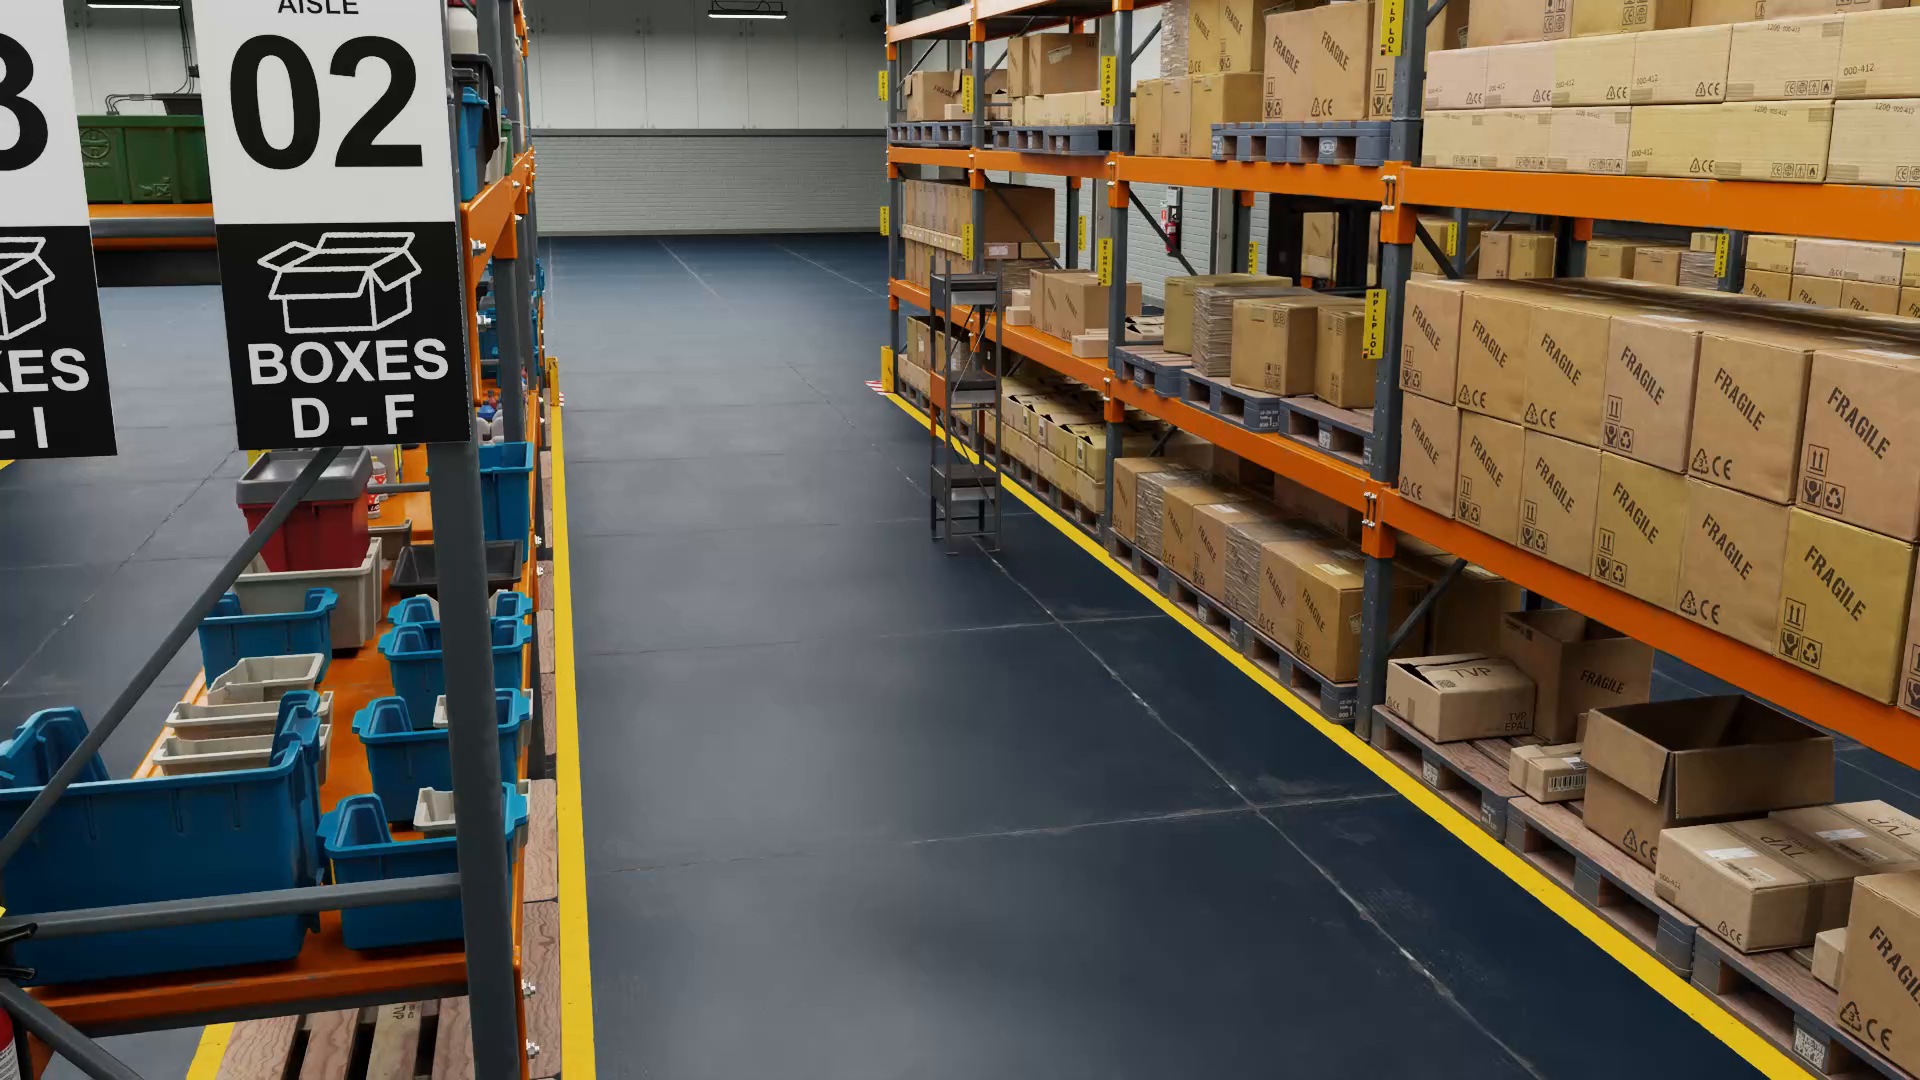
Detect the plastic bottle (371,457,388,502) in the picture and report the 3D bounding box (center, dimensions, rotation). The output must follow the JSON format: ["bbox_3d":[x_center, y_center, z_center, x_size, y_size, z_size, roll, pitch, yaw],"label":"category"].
[{"bbox_3d":[-2.701,-0.283,7.683,0.097,0.201,0.097,0,14,0],"label":"plastic bottle"}]

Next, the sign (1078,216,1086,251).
[{"bbox_3d":[1.136,-2.888,15.656,0.100,0.325,0.005,-3,14,-13],"label":"sign"}]

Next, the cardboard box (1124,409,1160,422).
[{"bbox_3d":[1.464,-0.925,13.621,0.500,0.311,0.500,-4,14,-15],"label":"cardboard box"}]

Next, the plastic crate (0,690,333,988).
[{"bbox_3d":[-1.646,0.599,3.455,0.616,0.435,0.499,-3,14,-13],"label":"plastic crate"}]

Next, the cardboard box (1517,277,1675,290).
[{"bbox_3d":[2.860,-0.918,7.548,0.500,0.500,0.500,-3,14,-13],"label":"cardboard box"}]

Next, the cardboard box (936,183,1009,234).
[{"bbox_3d":[0.147,-3.460,17.324,0.700,0.500,0.500,-3,14,-13],"label":"cardboard box"}]

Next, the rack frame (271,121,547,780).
[{"bbox_3d":[-2.326,-0.211,6.970,1.000,3.000,0.127,-3,14,-13],"label":"rack frame"}]

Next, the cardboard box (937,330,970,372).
[{"bbox_3d":[0.063,-1.890,17.172,0.500,0.500,0.500,-3,14,-13],"label":"cardboard box"}]

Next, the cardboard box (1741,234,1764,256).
[{"bbox_3d":[6.255,-2.341,13.185,0.380,0.149,0.250,-5,15,-21],"label":"cardboard box"}]

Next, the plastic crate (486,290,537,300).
[{"bbox_3d":[-3.643,-1.812,13.555,0.392,0.384,0.575,-3,14,-13],"label":"plastic crate"}]

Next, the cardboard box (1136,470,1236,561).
[{"bbox_3d":[1.508,-0.167,11.130,0.500,0.500,0.500,-4,14,-15],"label":"cardboard box"}]

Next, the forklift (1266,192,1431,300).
[{"bbox_3d":[3.403,-2.026,14.543,1.130,2.935,3.031,-5,15,-21],"label":"forklift"}]

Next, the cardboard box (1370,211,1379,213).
[{"bbox_3d":[4.912,-3.619,19.614,0.500,0.500,0.500,-3,14,-12],"label":"cardboard box"}]

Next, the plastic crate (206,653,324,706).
[{"bbox_3d":[-1.984,0.435,4.756,0.298,0.136,0.250,-3,14,-13],"label":"plastic crate"}]

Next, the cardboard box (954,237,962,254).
[{"bbox_3d":[0.156,-2.924,16.498,0.380,0.149,0.250,-3,14,-13],"label":"cardboard box"}]

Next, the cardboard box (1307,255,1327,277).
[{"bbox_3d":[4.428,-3.219,19.557,0.500,0.250,0.500,-4,14,-15],"label":"cardboard box"}]

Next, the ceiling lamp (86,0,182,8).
[{"bbox_3d":[-19.466,-14.118,38.955,2.000,3.185,0.800,-3,14,-13],"label":"ceiling lamp"}]

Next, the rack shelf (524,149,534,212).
[{"bbox_3d":[-3.735,-2.703,12.365,1.077,0.370,4.000,-3,14,-13],"label":"rack shelf"}]

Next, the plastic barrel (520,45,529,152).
[{"bbox_3d":[-3.874,-3.652,13.678,0.600,0.901,0.708,-3,14,-13],"label":"plastic barrel"}]

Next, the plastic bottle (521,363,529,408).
[{"bbox_3d":[-2.701,-0.954,10.259,0.061,0.283,0.133,-3,14,-13],"label":"plastic bottle"}]

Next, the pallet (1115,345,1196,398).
[{"bbox_3d":[1.778,-1.163,11.272,1.213,0.211,1.003,-3,14,-13],"label":"pallet"}]

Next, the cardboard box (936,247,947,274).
[{"bbox_3d":[0.135,-2.838,17.511,0.700,0.500,0.500,-3,14,-11],"label":"cardboard box"}]

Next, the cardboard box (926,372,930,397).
[{"bbox_3d":[-0.068,-1.641,17.730,0.500,0.250,0.500,-3,14,-13],"label":"cardboard box"}]

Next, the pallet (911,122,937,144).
[{"bbox_3d":[0.103,-4.222,17.255,1.003,0.211,1.213,-3,14,-13],"label":"pallet"}]

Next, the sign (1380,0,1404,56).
[{"bbox_3d":[1.951,-2.354,7.503,0.100,0.325,0.005,-3,14,-13],"label":"sign"}]

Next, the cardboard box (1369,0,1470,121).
[{"bbox_3d":[2.443,-2.365,8.160,0.600,0.600,0.600,-5,14,-19],"label":"cardboard box"}]

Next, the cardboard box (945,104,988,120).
[{"bbox_3d":[0.062,-4.202,16.335,0.380,0.149,0.250,-3,14,-13],"label":"cardboard box"}]

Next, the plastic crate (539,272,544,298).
[{"bbox_3d":[-4.589,-2.658,17.300,0.499,0.251,0.408,-3,14,-13],"label":"plastic crate"}]

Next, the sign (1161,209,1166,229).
[{"bbox_3d":[3.509,-5.525,28.647,0.001,0.329,0.234,-3,14,-13],"label":"sign"}]

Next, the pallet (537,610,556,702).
[{"bbox_3d":[-2.756,0.681,9.193,1.003,0.211,1.213,-3,14,-13],"label":"pallet"}]

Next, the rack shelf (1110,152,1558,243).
[{"bbox_3d":[2.020,-2.055,9.715,1.077,0.370,4.000,-3,14,-13],"label":"rack shelf"}]

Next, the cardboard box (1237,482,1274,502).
[{"bbox_3d":[2.120,-0.086,10.800,0.500,0.500,0.500,-4,14,-15],"label":"cardboard box"}]

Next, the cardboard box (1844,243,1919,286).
[{"bbox_3d":[6.469,-1.895,11.403,0.500,0.250,0.500,-3,14,-13],"label":"cardboard box"}]

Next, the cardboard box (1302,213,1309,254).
[{"bbox_3d":[4.306,-3.706,19.969,0.500,0.500,0.500,-3,14,-13],"label":"cardboard box"}]

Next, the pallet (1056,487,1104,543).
[{"bbox_3d":[1.395,-0.246,12.991,1.003,0.211,1.213,-3,14,-13],"label":"pallet"}]

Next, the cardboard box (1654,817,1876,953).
[{"bbox_3d":[2.868,1.226,5.955,0.500,0.250,0.500,-3,14,-13],"label":"cardboard box"}]

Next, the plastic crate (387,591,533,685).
[{"bbox_3d":[-1.504,0.316,5.041,0.416,0.233,0.300,-3,14,-13],"label":"plastic crate"}]

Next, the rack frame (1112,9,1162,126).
[{"bbox_3d":[1.551,-4.323,11.162,1.000,3.000,0.127,-3,14,-13],"label":"rack frame"}]

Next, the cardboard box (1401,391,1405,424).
[{"bbox_3d":[2.596,-0.860,8.533,0.700,0.500,0.500,-9,16,-32],"label":"cardboard box"}]

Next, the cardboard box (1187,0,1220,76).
[{"bbox_3d":[1.767,-3.182,10.492,0.500,0.500,0.500,-3,14,-13],"label":"cardboard box"}]

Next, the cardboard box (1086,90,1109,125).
[{"bbox_3d":[1.249,-3.219,12.392,0.500,0.250,0.500,-3,14,-12],"label":"cardboard box"}]

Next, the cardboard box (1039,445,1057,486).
[{"bbox_3d":[0.950,-0.620,13.553,0.500,0.250,0.500,-3,14,-12],"label":"cardboard box"}]

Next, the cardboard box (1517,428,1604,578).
[{"bbox_3d":[2.584,-0.168,6.586,0.500,0.500,0.500,-3,14,-13],"label":"cardboard box"}]

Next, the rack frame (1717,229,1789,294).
[{"bbox_3d":[6.365,-1.686,13.007,1.000,3.000,0.127,-3,14,-13],"label":"rack frame"}]

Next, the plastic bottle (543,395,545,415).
[{"bbox_3d":[-4.179,-1.377,16.399,0.144,0.351,0.185,-3,14,-11],"label":"plastic bottle"}]

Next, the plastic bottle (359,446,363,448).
[{"bbox_3d":[-2.860,-0.381,7.769,0.144,0.351,0.185,-3,14,-13],"label":"plastic bottle"}]

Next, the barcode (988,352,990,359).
[{"bbox_3d":[0.266,-1.715,15.445,0.001,0.075,0.075,-3,14,-13],"label":"barcode"}]

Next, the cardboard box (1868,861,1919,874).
[{"bbox_3d":[3.460,1.302,5.644,0.500,0.250,0.500,-3,14,-13],"label":"cardboard box"}]

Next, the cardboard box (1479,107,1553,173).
[{"bbox_3d":[2.477,-1.629,6.770,0.500,0.250,0.500,-3,14,-13],"label":"cardboard box"}]

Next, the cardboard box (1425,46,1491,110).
[{"bbox_3d":[2.363,-1.987,7.183,0.500,0.250,0.500,-3,14,-13],"label":"cardboard box"}]

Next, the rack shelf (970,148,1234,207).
[{"bbox_3d":[1.081,-2.978,13.492,1.077,0.370,4.000,-3,14,-13],"label":"rack shelf"}]

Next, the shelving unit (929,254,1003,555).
[{"bbox_3d":[0.039,-0.982,12.022,0.431,2.100,0.503,-3,14,-13],"label":"shelving unit"}]

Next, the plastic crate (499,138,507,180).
[{"bbox_3d":[-1.657,-1.268,5.531,0.293,0.136,0.466,-3,14,-13],"label":"plastic crate"}]

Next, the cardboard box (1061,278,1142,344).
[{"bbox_3d":[1.141,-1.844,13.443,0.500,0.500,0.500,-4,14,-16],"label":"cardboard box"}]

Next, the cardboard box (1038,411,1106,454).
[{"bbox_3d":[0.944,-0.893,13.489,0.500,0.311,0.500,-3,14,-14],"label":"cardboard box"}]

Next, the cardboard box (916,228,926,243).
[{"bbox_3d":[-0.266,-3.339,18.196,0.380,0.149,0.250,-4,14,-14],"label":"cardboard box"}]

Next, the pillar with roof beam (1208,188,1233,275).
[{"bbox_3d":[-0.102,-7.477,24.069,9.100,9.000,0.400,-3,14,-13],"label":"pillar with roof beam"}]

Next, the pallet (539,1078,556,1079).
[{"bbox_3d":[-1.542,1.874,4.312,1.003,0.211,1.213,-3,14,-13],"label":"pallet"}]
